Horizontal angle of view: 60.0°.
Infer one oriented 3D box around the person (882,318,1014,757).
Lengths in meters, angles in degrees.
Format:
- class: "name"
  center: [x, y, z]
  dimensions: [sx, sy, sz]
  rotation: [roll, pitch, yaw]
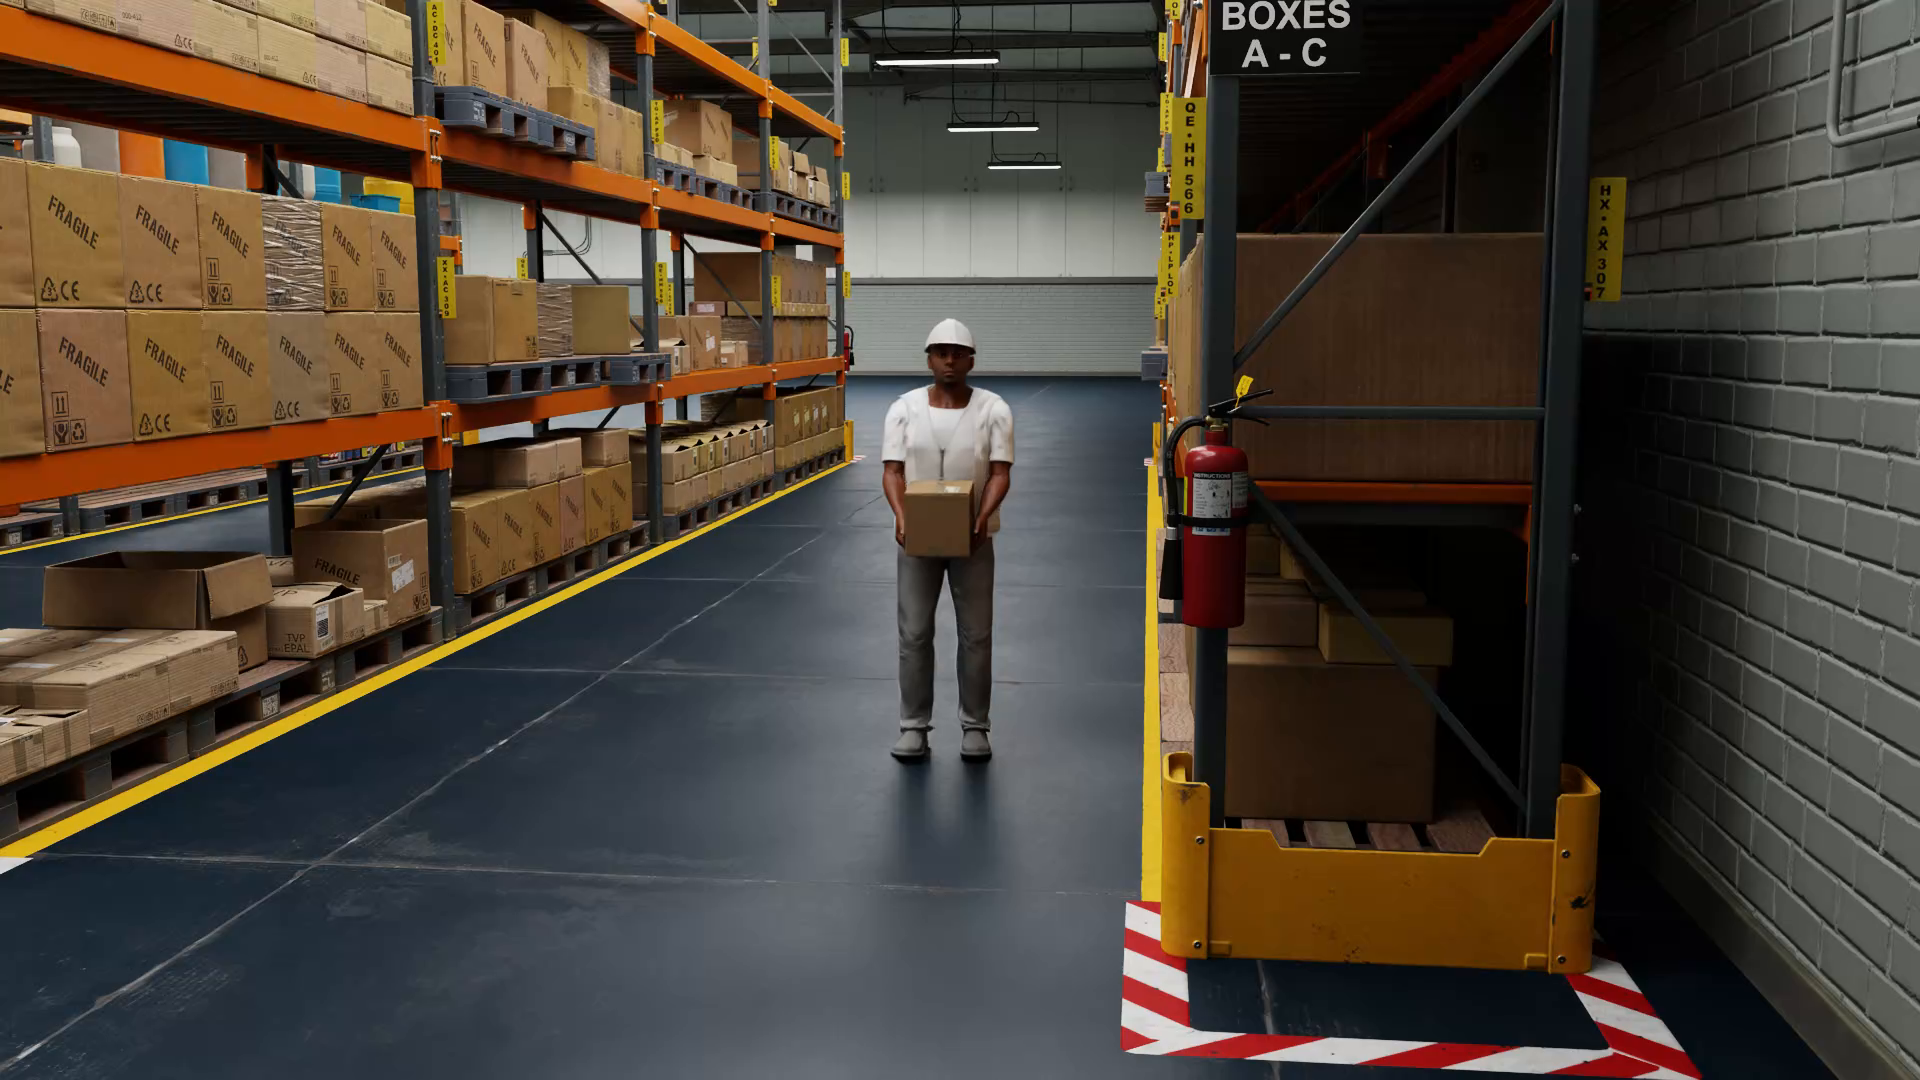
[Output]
- class: "person"
  center: [-0.057, 0.003, 6.669]
  dimensions: [0.535, 1.769, 0.560]
  rotation: [1, 8, 5]
